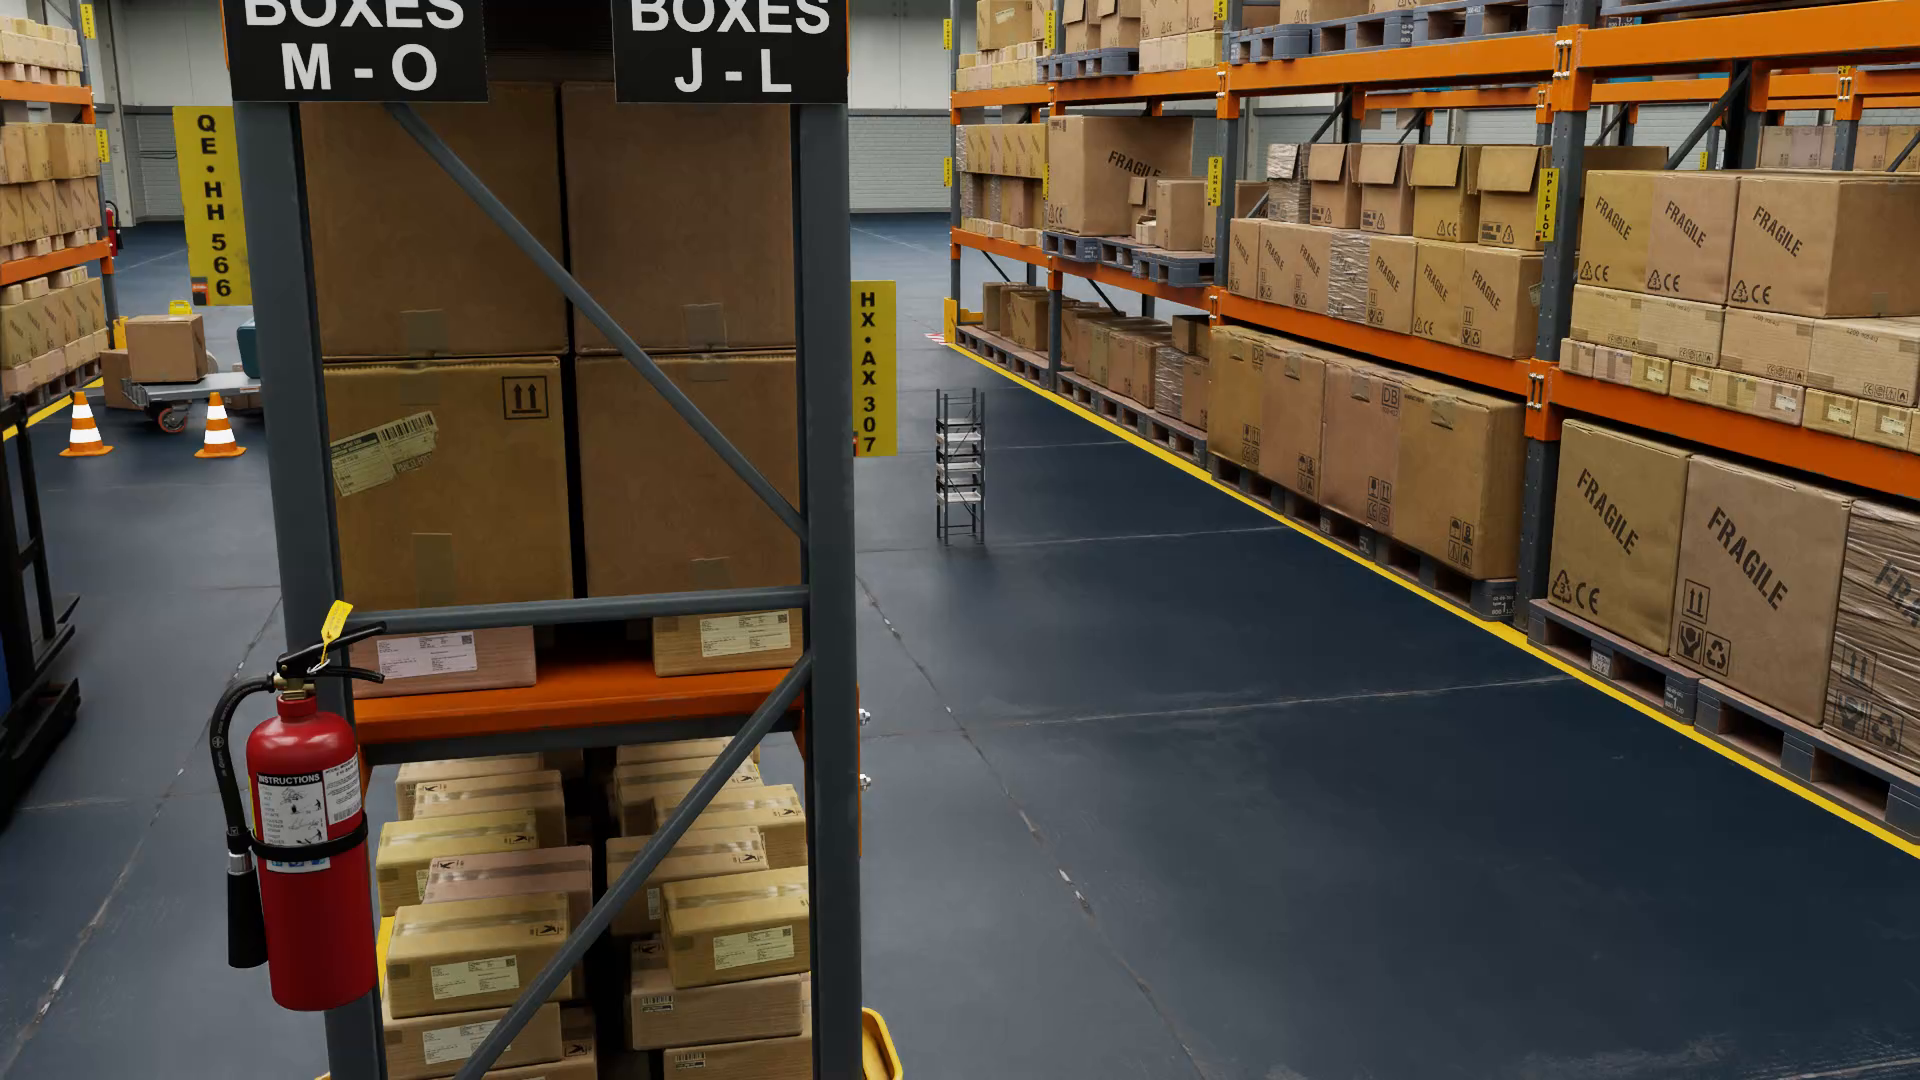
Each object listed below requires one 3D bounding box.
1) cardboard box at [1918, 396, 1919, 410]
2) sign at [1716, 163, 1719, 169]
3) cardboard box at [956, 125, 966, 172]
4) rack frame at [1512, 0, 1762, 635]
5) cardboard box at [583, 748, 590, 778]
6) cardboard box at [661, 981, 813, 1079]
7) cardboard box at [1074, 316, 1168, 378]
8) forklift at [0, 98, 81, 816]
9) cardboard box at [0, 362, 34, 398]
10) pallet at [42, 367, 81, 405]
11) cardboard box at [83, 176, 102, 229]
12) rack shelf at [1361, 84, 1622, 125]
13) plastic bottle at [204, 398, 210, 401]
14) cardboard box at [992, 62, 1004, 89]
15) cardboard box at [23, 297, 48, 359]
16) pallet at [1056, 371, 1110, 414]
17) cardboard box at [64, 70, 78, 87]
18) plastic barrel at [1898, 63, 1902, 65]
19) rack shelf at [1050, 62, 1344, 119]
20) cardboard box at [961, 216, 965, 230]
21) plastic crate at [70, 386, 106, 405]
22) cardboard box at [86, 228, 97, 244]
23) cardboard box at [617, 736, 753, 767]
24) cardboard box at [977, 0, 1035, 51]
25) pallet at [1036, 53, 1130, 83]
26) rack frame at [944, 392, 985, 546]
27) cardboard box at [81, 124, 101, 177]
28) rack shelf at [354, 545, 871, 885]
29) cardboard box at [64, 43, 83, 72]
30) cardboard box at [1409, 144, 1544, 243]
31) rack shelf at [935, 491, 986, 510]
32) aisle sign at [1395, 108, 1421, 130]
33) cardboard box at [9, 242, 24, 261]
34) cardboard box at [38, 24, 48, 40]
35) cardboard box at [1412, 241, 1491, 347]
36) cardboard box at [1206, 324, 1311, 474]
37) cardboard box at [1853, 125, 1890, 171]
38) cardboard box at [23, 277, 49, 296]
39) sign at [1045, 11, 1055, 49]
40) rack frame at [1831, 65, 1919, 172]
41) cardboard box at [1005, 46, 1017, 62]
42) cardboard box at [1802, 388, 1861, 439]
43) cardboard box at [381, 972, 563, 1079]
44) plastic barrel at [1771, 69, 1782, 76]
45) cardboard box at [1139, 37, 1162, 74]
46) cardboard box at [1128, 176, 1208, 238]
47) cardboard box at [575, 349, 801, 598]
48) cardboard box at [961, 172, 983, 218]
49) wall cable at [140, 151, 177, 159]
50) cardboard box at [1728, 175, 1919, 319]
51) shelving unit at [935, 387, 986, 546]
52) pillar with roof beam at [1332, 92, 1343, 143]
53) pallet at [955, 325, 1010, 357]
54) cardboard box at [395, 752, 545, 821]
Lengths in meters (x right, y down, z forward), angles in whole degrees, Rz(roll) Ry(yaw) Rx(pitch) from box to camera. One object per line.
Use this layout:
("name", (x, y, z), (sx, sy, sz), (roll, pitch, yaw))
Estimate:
("cardboard box", (3.541, -0.520, 5.425), (0.500, 0.250, 0.500), (-4, 14, -15))
("sign", (13.853, -6.886, 30.600), (0.001, 0.109, 0.331), (-3, 14, -13))
("cardboard box", (0.257, -4.345, 18.446), (0.500, 0.500, 0.500), (-3, 14, -13))
("rack frame", (3.211, -1.040, 7.862), (1.000, 3.000, 0.127), (-3, 14, -13))
("cardboard box", (-1.484, 0.728, 5.749), (0.380, 0.149, 0.250), (-4, 14, -16))
("cardboard box", (-0.506, 1.178, 3.906), (0.380, 0.149, 0.250), (-3, 14, -12))
("cardboard box", (1.456, -1.742, 15.076), (0.700, 0.500, 0.500), (-4, 14, -18))
("forklift", (-4.114, -0.585, 6.144), (1.130, 2.935, 3.031), (-4, 14, -16))
("cardboard box", (-8.176, -1.352, 14.051), (0.500, 0.250, 0.500), (-4, 14, -16))
("pallet", (-8.782, -1.413, 15.267), (1.003, 0.211, 1.213), (-3, 14, -13))
("cardboard box", (-8.844, -3.339, 16.436), (0.500, 0.500, 0.500), (-4, 14, -14))
("rack shelf", (5.677, -4.730, 18.164), (1.077, 0.370, 4.000), (-3, 14, -13))
("plastic bottle", (-6.780, -1.308, 15.151), (0.133, 0.061, 0.283), (-1, 14, -3))
("cardboard box", (0.622, -4.714, 16.897), (0.500, 0.250, 0.500), (-3, 14, -12))
("cardboard box", (-8.314, -1.839, 14.465), (0.500, 0.500, 0.500), (-3, 14, -11))
("pallet", (1.517, -1.351, 15.013), (1.003, 0.211, 1.213), (-3, 14, -13))
("cardboard box", (-8.794, -4.468, 16.106), (0.380, 0.149, 0.250), (-3, 14, -13))
("plastic barrel", (7.311, -3.839, 12.763), (0.421, 0.512, 0.421), (0, 14, 0))
("rack shelf", (1.802, -3.532, 13.257), (1.077, 0.370, 4.000), (-3, 14, -13))
("cardboard box", (0.228, -3.607, 18.900), (0.380, 0.149, 0.250), (-3, 14, -13))
("plastic crate", (-7.872, -1.322, 15.172), (0.402, 0.080, 0.583), (-9, 16, -33))
("cardboard box", (-8.777, -3.007, 16.444), (0.380, 0.149, 0.250), (-3, 14, -14))
("cardboard box", (-0.798, 0.649, 4.819), (0.380, 0.149, 0.250), (-3, 14, -11))
("cardboard box", (0.479, -5.344, 17.268), (0.500, 0.500, 0.500), (-3, 14, -13))
("pallet", (1.374, -4.103, 14.476), (1.213, 0.211, 1.003), (-3, 14, -13))
("rack frame", (0.026, -0.412, 9.717), (0.240, 0.900, 0.006), (-3, 14, -13))
("cardboard box", (-8.908, -3.829, 16.334), (0.700, 0.500, 0.500), (-4, 14, -15))
("rack shelf", (-1.164, 0.024, 5.023), (1.077, 0.370, 4.000), (-3, 14, -13))
("cardboard box", (-8.858, -4.681, 16.137), (0.500, 0.250, 0.500), (-3, 14, -14))
("cardboard box", (2.903, -1.881, 8.983), (0.797, 0.503, 0.637), (-3, 14, -13))
("rack shelf", (0.002, -0.228, 9.863), (0.258, 0.077, 0.200), (-3, 14, -13))
("aisle sign", (5.479, -5.380, 20.151), (0.394, 0.787, 0.004), (-3, 14, -13))
("cardboard box", (-8.289, -2.475, 14.268), (0.380, 0.149, 0.250), (-3, 14, -11))
("cardboard box", (-8.763, -4.736, 15.519), (0.380, 0.149, 0.250), (-3, 14, -13))
("cardboard box", (2.727, -1.295, 8.699), (0.500, 0.500, 0.500), (-3, 14, -11))
("cardboard box", (2.414, -0.974, 11.185), (1.225, 0.875, 0.875), (-4, 14, -16))
("cardboard box", (10.615, -4.449, 18.875), (0.700, 0.500, 0.500), (-3, 14, -13))
("cardboard box", (-8.336, -2.244, 14.755), (0.380, 0.149, 0.250), (-2, 14, -10))
("sign", (0.807, -4.562, 14.868), (0.100, 0.325, 0.005), (-3, 14, -13))
("rack frame", (7.086, -2.239, 12.769), (1.000, 3.000, 0.127), (-3, 14, -13))
("cardboard box", (0.661, -4.826, 16.515), (0.380, 0.149, 0.250), (-3, 14, -11))
("cardboard box", (3.325, -0.471, 6.065), (0.380, 0.149, 0.250), (-4, 14, -15))
("cardboard box", (-1.096, 1.067, 3.736), (0.380, 0.149, 0.250), (-4, 14, -15))
("plastic barrel", (6.561, -3.909, 13.577), (0.301, 0.262, 0.301), (0, 14, 0))
("cardboard box", (1.677, -3.672, 12.634), (0.500, 0.250, 0.500), (-3, 14, -12))
("cardboard box", (1.829, -2.745, 13.739), (0.797, 0.503, 0.637), (-2, 14, -7))
("cardboard box", (-0.531, -0.176, 3.489), (0.500, 0.500, 0.500), (-3, 14, -11))
("cardboard box", (0.496, -3.873, 18.621), (0.875, 0.500, 0.500), (-3, 14, -13))
("wall cable", (-21.228, -11.847, 46.001), (3.097, 2.526, 0.112), (-3, 14, -13))
("cardboard box", (3.310, -1.117, 6.288), (0.500, 0.500, 0.500), (-4, 14, -15))
("shelving unit", (0.002, -0.435, 9.813), (0.258, 0.900, 0.210), (-3, 14, -13))
("pillar with roof beam", (6.022, -12.734, 43.088), (9.100, 9.000, 0.400), (-3, 14, -13))
("pallet", (0.567, -2.247, 18.678), (1.003, 0.211, 1.213), (-3, 14, -13))
("cardboard box", (-1.369, 0.684, 4.675), (0.380, 0.149, 0.250), (-3, 14, -11))
